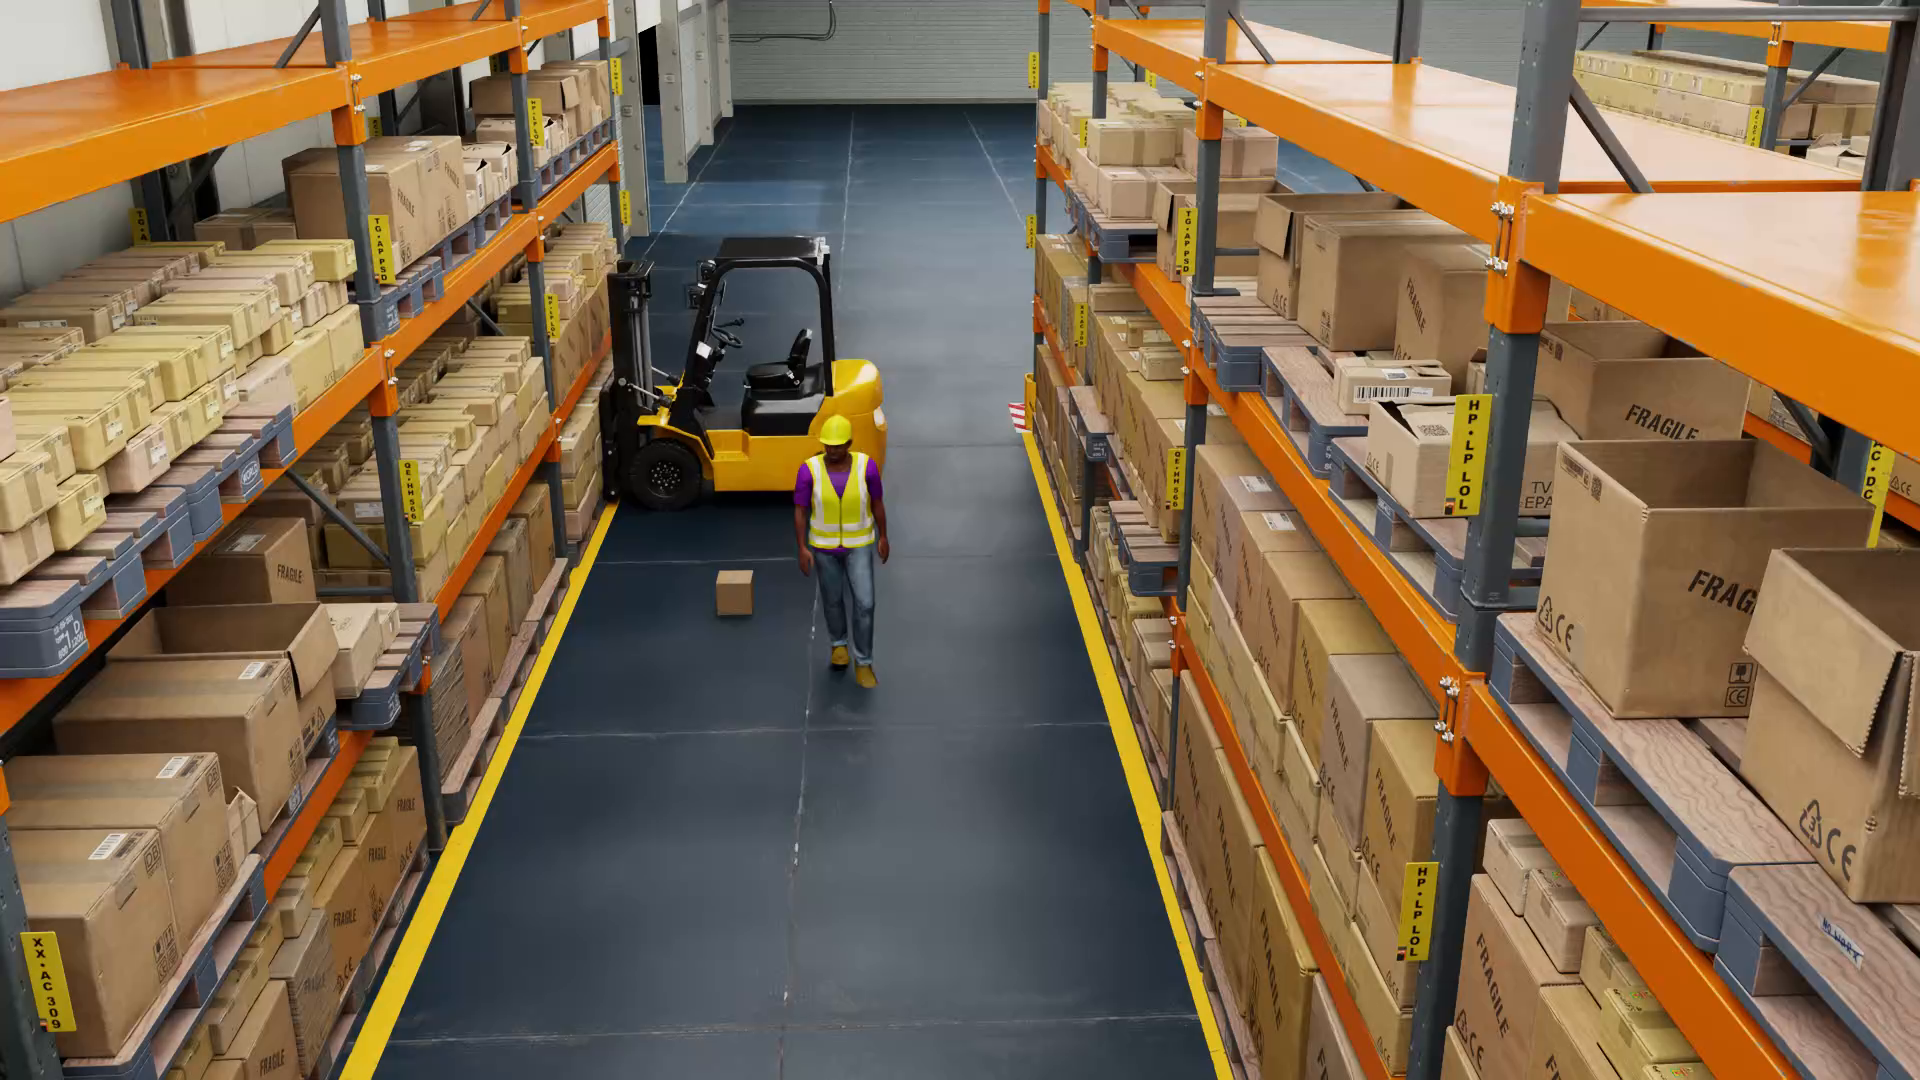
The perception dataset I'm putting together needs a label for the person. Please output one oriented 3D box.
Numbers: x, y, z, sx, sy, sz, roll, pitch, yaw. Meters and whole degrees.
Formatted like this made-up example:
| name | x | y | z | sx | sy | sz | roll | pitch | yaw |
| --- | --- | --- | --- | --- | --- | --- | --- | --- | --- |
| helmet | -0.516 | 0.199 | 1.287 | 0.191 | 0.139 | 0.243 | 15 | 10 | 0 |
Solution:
| name | x | y | z | sx | sy | sz | roll | pitch | yaw |
| --- | --- | --- | --- | --- | --- | --- | --- | --- | --- |
| person | -0.771 | 0.072 | 10.899 | 0.620 | 1.835 | 0.596 | -1 | 20 | -3 |
